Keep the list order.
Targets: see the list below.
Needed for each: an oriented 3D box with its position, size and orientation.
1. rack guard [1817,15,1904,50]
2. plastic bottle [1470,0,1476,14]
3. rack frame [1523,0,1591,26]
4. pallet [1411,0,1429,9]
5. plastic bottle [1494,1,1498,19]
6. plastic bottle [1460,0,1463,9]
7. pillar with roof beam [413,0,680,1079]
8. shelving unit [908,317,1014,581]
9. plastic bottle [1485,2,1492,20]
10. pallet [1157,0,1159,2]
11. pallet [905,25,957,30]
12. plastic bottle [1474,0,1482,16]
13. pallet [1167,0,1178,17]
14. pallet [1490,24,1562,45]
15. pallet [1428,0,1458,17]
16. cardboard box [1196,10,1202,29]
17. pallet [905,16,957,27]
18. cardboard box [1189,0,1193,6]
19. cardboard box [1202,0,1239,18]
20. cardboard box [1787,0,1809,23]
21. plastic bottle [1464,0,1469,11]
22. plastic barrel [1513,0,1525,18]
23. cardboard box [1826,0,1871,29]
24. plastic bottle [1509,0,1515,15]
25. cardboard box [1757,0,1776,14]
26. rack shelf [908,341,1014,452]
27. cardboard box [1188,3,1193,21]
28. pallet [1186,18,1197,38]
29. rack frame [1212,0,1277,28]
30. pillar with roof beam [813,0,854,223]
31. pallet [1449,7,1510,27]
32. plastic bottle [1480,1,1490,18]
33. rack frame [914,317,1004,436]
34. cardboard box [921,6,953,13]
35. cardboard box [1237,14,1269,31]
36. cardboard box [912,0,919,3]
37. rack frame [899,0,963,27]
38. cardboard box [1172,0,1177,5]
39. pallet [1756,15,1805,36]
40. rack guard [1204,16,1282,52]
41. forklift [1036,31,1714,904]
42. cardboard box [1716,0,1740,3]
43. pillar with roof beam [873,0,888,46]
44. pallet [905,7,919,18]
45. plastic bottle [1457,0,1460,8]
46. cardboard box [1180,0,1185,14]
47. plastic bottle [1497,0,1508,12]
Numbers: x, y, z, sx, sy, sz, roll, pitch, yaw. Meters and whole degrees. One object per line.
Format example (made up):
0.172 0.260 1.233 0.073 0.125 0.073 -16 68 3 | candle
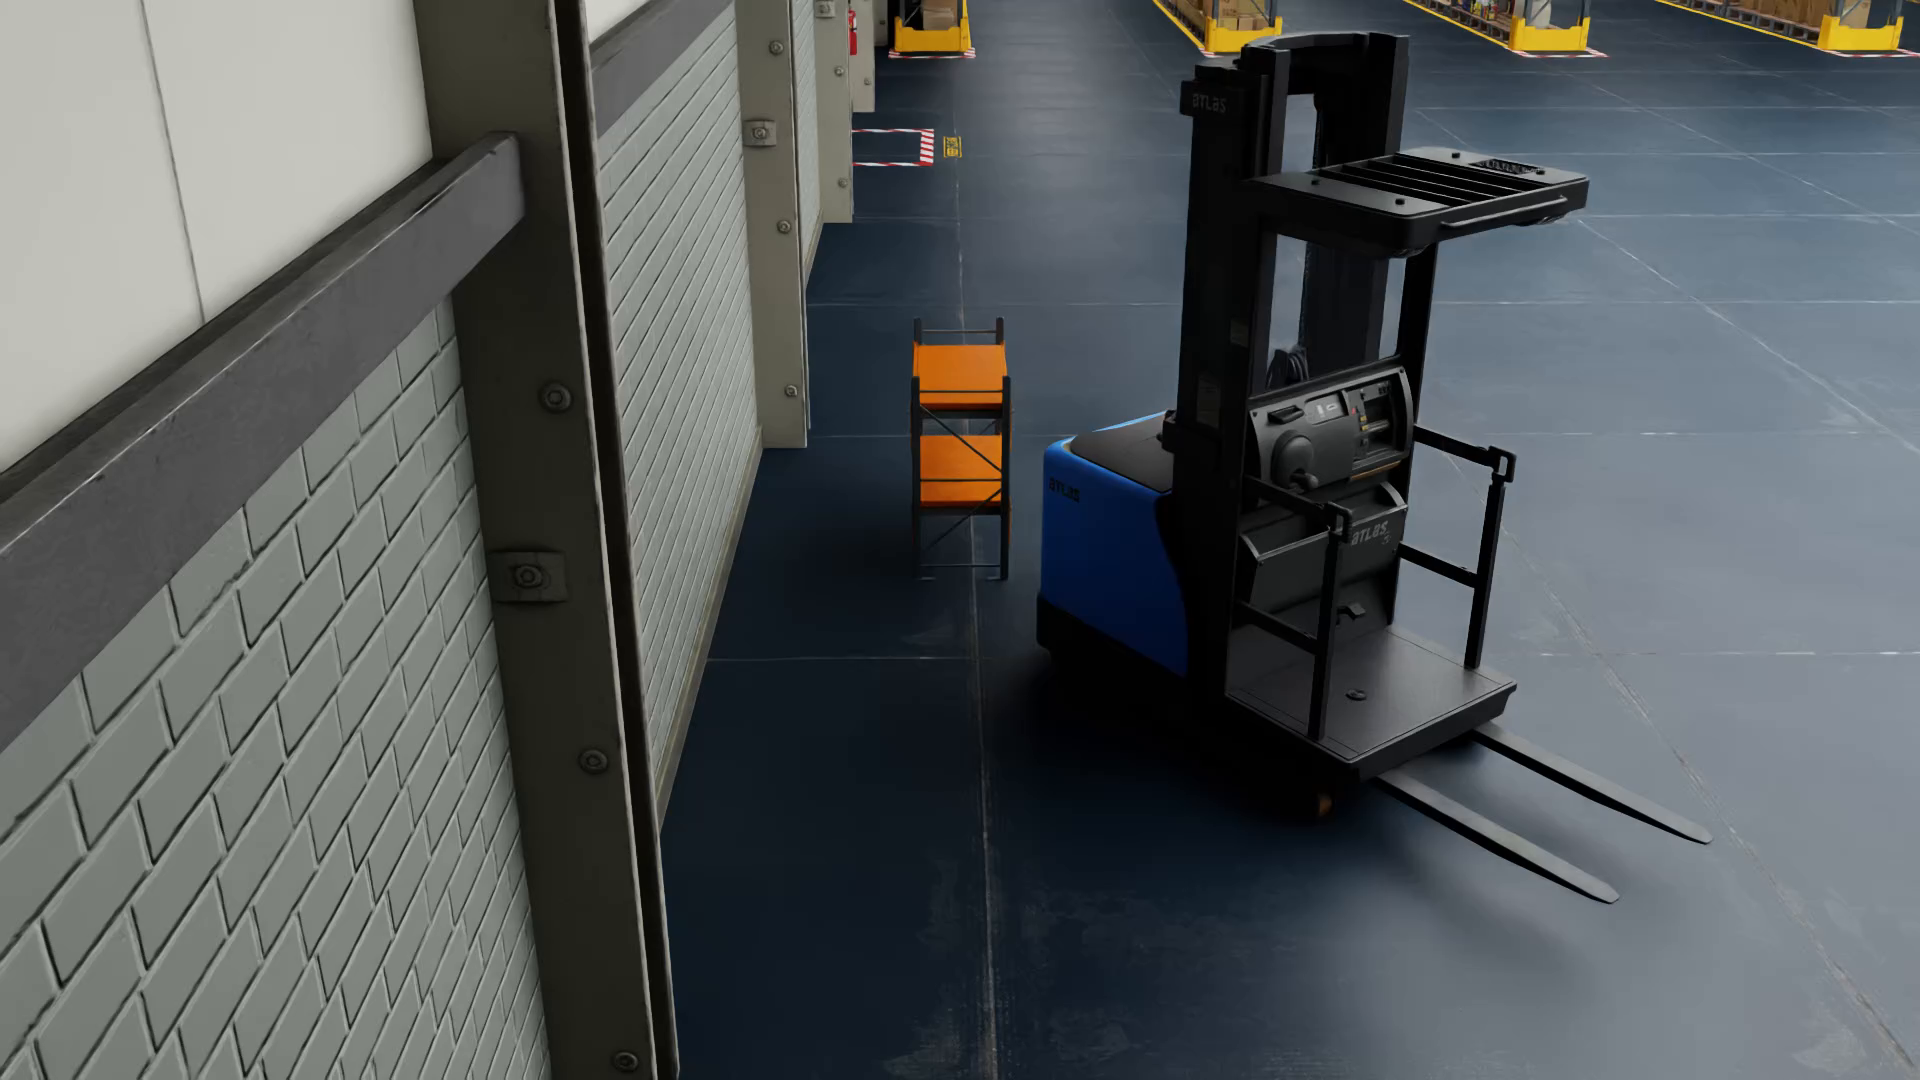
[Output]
14.402 -8.124 26.606 1.175 0.500 0.348 0 24 -1 | rack guard
8.963 -9.340 29.023 0.061 0.283 0.133 1 24 2 | plastic bottle
9.450 -9.209 25.972 1.000 3.000 0.127 0 24 -1 | rack frame
9.343 -10.414 32.020 1.003 0.211 1.213 0 24 -1 | pallet
9.123 -9.031 28.341 0.061 0.283 0.133 0 24 -1 | plastic bottle
8.974 -9.566 29.622 0.097 0.201 0.097 0 24 0 | plastic bottle
3.238 -2.312 3.443 9.100 9.000 0.400 0 24 -1 | pillar with roof beam
0.000 -0.515 9.024 0.538 1.125 1.048 0 24 -1 | shelving unit
8.972 -8.975 28.216 0.061 0.283 0.133 0 24 1 | plastic bottle
4.380 -10.875 33.039 1.003 0.211 1.213 0 24 -1 | pallet
-0.430 -8.260 27.258 1.003 0.211 1.213 0 24 -1 | pallet
9.007 -9.264 28.773 0.144 0.351 0.185 0 24 -1 | plastic bottle
4.407 -9.870 30.816 1.003 0.211 1.213 0 24 -1 | pallet
9.399 -8.305 27.356 1.003 0.211 1.213 0 24 -1 | pallet
9.359 -9.910 30.906 1.003 0.211 1.213 0 24 -1 | pallet
4.178 -8.553 27.347 0.500 0.250 0.500 0 24 -1 | cardboard box
-0.441 -8.762 28.367 1.003 0.211 1.213 0 24 -1 | pallet
4.164 -9.306 28.104 0.500 0.500 0.500 0 24 -1 | cardboard box
4.194 -8.688 26.737 0.500 0.500 0.500 0 24 -1 | cardboard box
14.384 -9.045 28.134 0.500 0.500 0.500 2 24 4 | cardboard box
9.001 -9.516 29.332 0.144 0.351 0.185 0 24 1 | plastic bottle
9.361 -8.744 27.454 0.421 0.512 0.421 0 24 0 | plastic barrel
14.413 -8.541 27.019 0.500 0.500 0.500 4 25 9 | cardboard box
9.599 -9.276 28.883 0.061 0.283 0.133 0 24 -1 | plastic bottle
14.338 -9.531 29.207 0.500 0.500 0.500 8 25 16 | cardboard box
0.000 -0.782 8.904 0.538 0.278 1.000 0 24 -1 | rack shelf
4.168 -8.965 28.258 0.500 0.250 0.500 0 24 -1 | cardboard box
4.437 -8.734 28.306 1.003 0.211 1.213 0 24 -1 | pallet
4.497 -9.188 25.926 1.000 3.000 0.127 0 24 -1 | rack frame
3.107 -7.257 14.376 9.100 9.000 0.400 0 24 -1 | pillar with roof beam
9.372 -9.310 29.579 1.003 0.211 1.213 0 24 -1 | pallet
9.015 -9.085 28.468 0.152 0.276 0.135 -1 24 -2 | plastic bottle
-0.006 -0.725 9.488 0.500 1.125 0.032 0 24 -1 | rack frame
-0.380 -8.660 27.488 0.500 0.311 0.500 2 24 4 | cardboard box
4.714 -8.349 26.897 0.500 0.250 0.500 0 24 -1 | cardboard box
-0.524 -10.178 30.613 0.700 0.500 0.500 1 24 1 | cardboard box
-0.456 -9.165 25.873 1.000 3.000 0.127 0 24 -1 | rack frame
4.159 -9.945 30.425 0.500 0.250 0.500 0 24 -1 | cardboard box
14.418 -8.829 28.514 1.003 0.211 1.213 0 24 -1 | pallet
4.498 -8.040 26.419 1.175 0.500 0.348 0 24 -1 | rack guard
1.654 -0.430 6.643 1.130 2.935 3.031 -17 30 -33 | forklift
14.374 -10.194 30.650 0.700 0.500 0.500 -2 24 -5 | cardboard box
2.976 -12.202 25.309 9.100 9.000 0.400 0 24 -1 | pillar with roof beam
-0.457 -9.266 29.481 1.003 0.211 1.213 0 24 -1 | pallet
8.972 -9.681 29.793 0.097 0.271 0.097 0 24 0 | plastic bottle
4.156 -9.377 29.169 0.500 0.250 0.500 0 24 -1 | cardboard box
9.556 -9.463 29.304 0.152 0.276 0.135 0 24 -1 | plastic bottle
